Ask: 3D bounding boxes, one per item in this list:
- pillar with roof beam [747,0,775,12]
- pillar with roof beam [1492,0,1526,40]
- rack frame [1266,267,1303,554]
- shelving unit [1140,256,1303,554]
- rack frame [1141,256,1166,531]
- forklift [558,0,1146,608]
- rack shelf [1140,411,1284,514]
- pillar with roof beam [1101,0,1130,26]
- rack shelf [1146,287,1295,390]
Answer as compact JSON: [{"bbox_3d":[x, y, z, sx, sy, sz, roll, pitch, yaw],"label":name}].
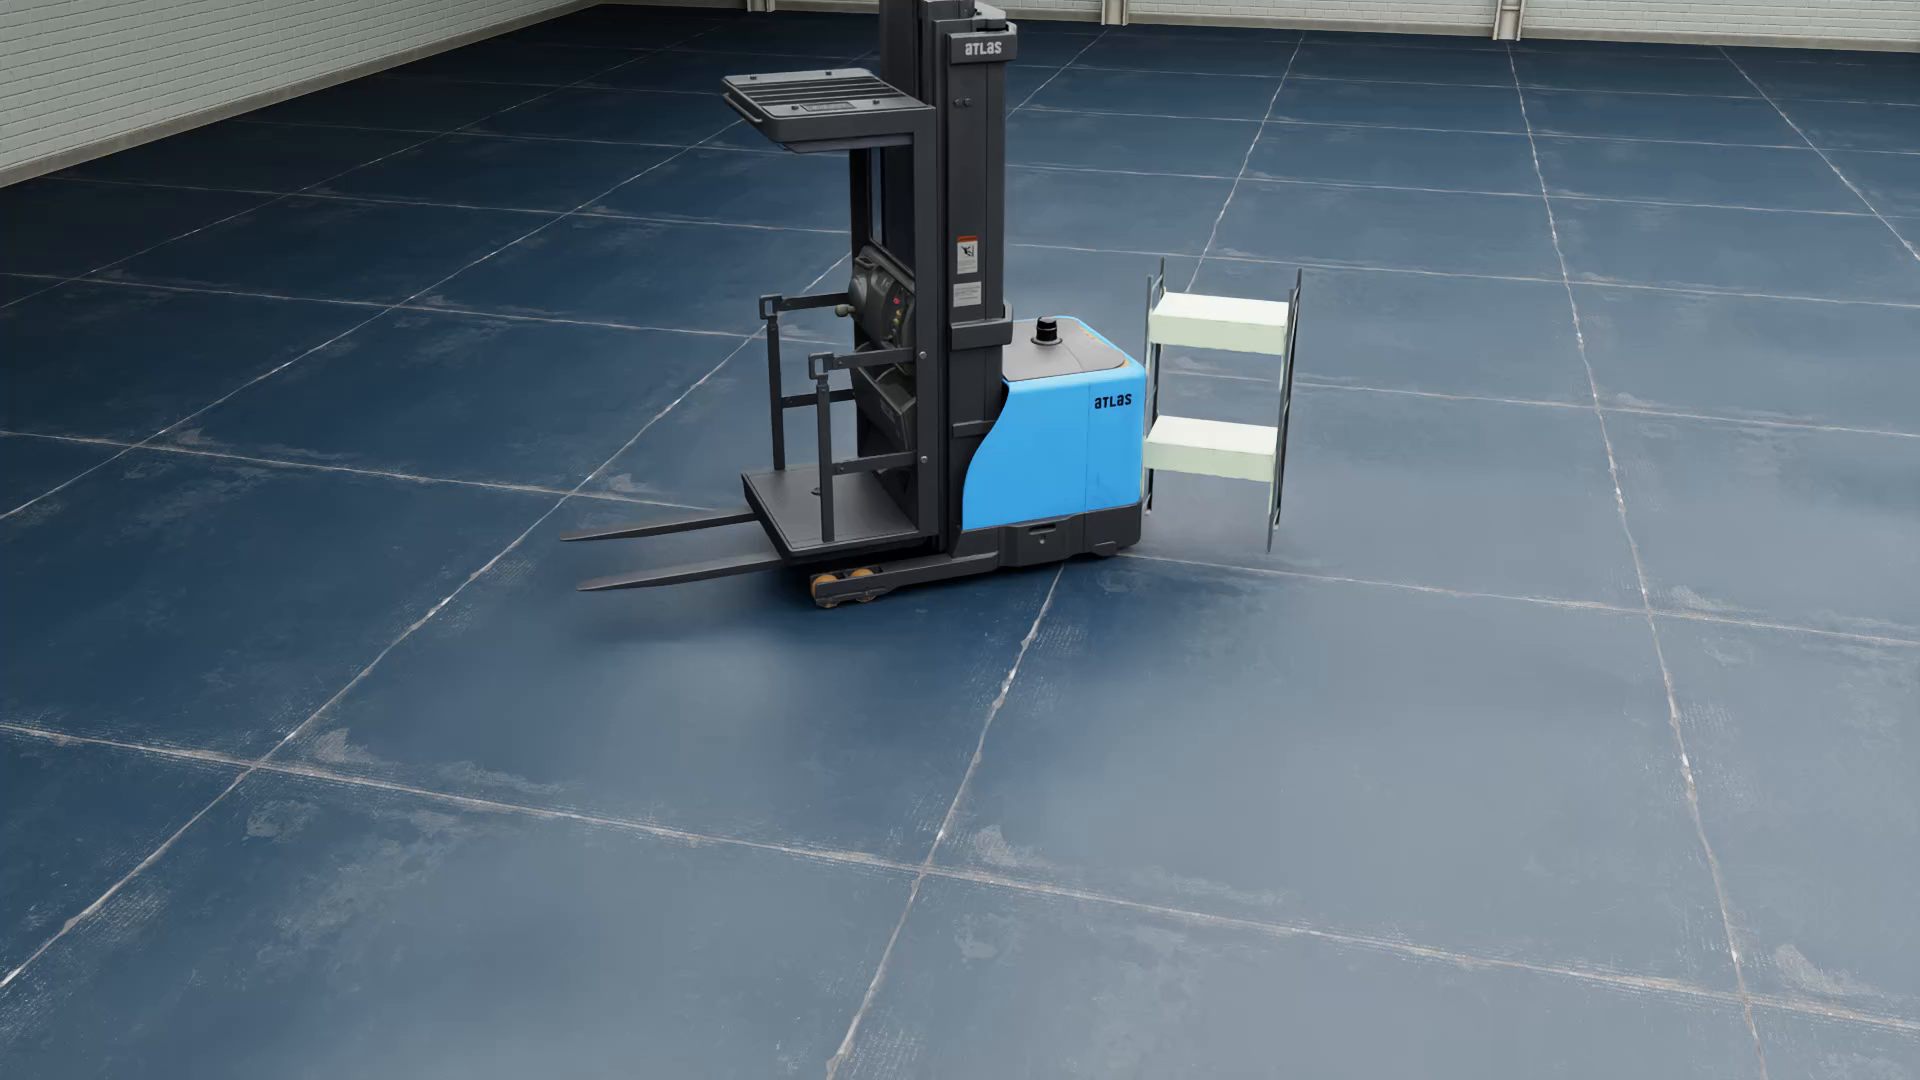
[{"bbox_3d":[-4.406,-11.171,22.246,0.400,9.000,9.100,6,26,13],"label":"pillar with roof beam"},{"bbox_3d":[7.216,-9.886,19.547,0.400,9.000,9.100,6,26,13],"label":"pillar with roof beam"},{"bbox_3d":[1.743,-0.683,8.939,0.023,1.500,0.400,7,26,15],"label":"rack frame"},{"bbox_3d":[1.393,-0.728,9.034,0.755,1.500,0.431,7,26,15],"label":"shelving unit"},{"bbox_3d":[1.042,-0.773,9.129,0.023,1.500,0.400,7,26,15],"label":"rack frame"},{"bbox_3d":[-0.585,-1.232,8.428,3.031,2.935,1.130,-9,27,-18],"label":"forklift"},{"bbox_3d":[1.393,-0.434,9.174,0.720,0.370,0.431,7,26,15],"label":"rack shelf"},{"bbox_3d":[1.405,-10.529,20.896,0.400,9.000,9.100,6,26,13],"label":"pillar with roof beam"},{"bbox_3d":[1.393,-1.080,8.866,0.720,0.370,0.431,7,26,15],"label":"rack shelf"}]
